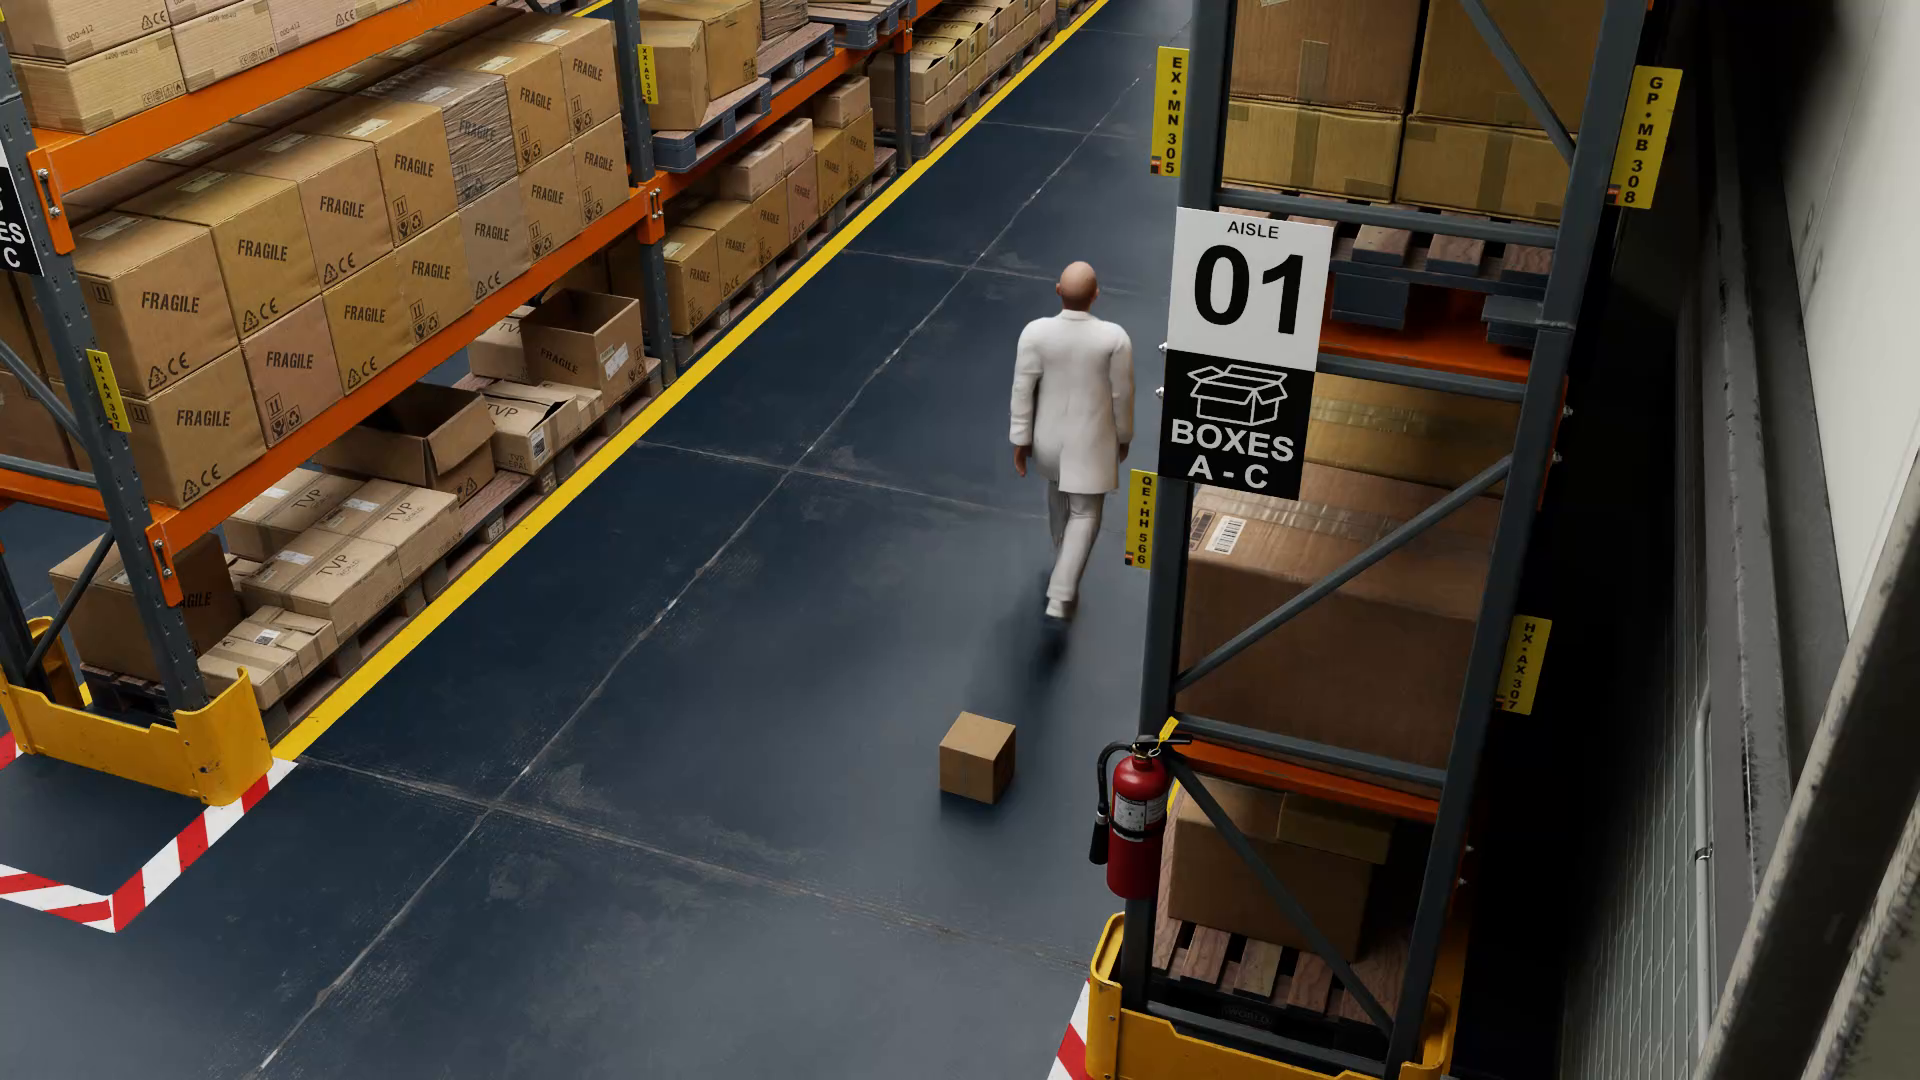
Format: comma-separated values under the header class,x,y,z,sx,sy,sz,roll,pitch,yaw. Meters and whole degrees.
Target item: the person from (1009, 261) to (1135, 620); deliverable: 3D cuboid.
class,x,y,z,sx,sy,sz,roll,pitch,yaw
person,0.531,-0.485,7.910,0.570,1.739,1.100,10,34,15
